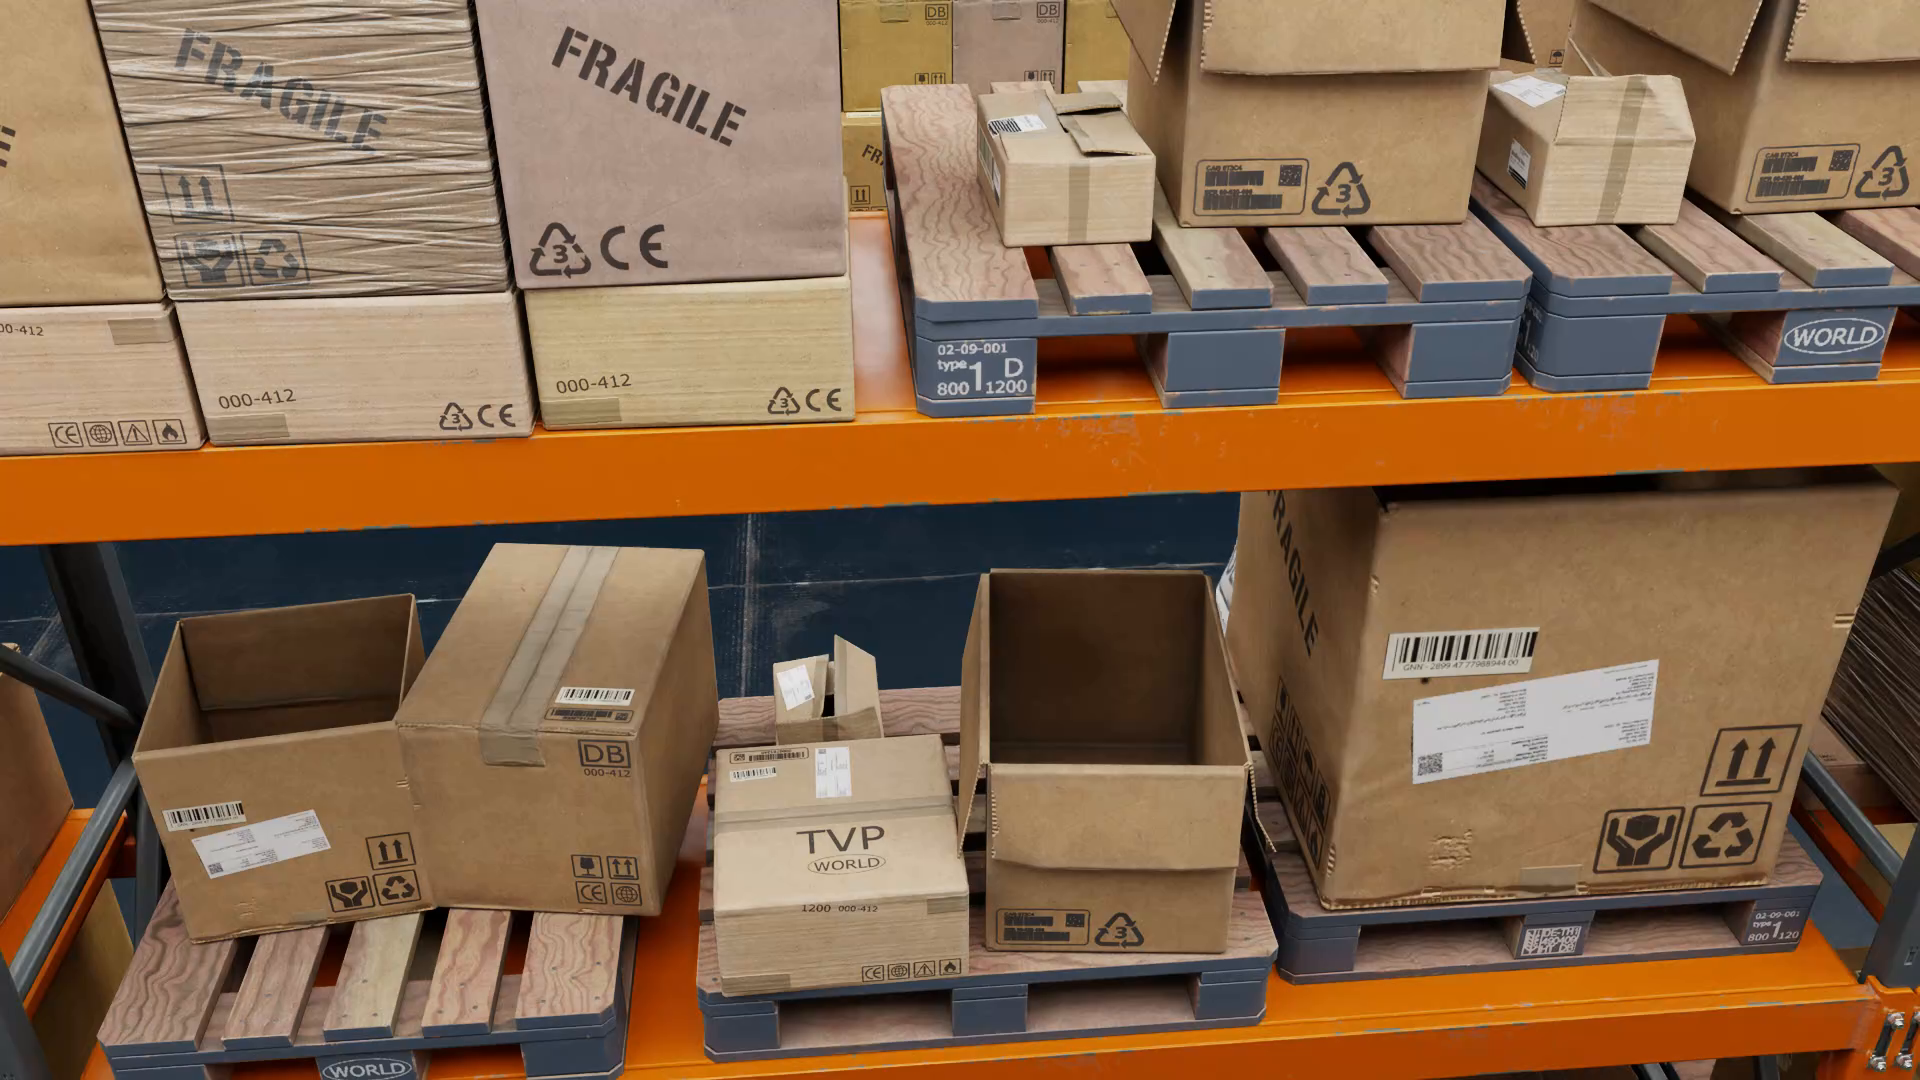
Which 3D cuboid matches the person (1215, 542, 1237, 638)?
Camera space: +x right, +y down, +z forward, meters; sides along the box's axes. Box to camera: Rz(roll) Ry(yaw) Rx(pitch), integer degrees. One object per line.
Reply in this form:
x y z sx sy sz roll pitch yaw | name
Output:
1.092 0.373 5.589 0.539 1.678 0.564 -2 31 -3 | person
